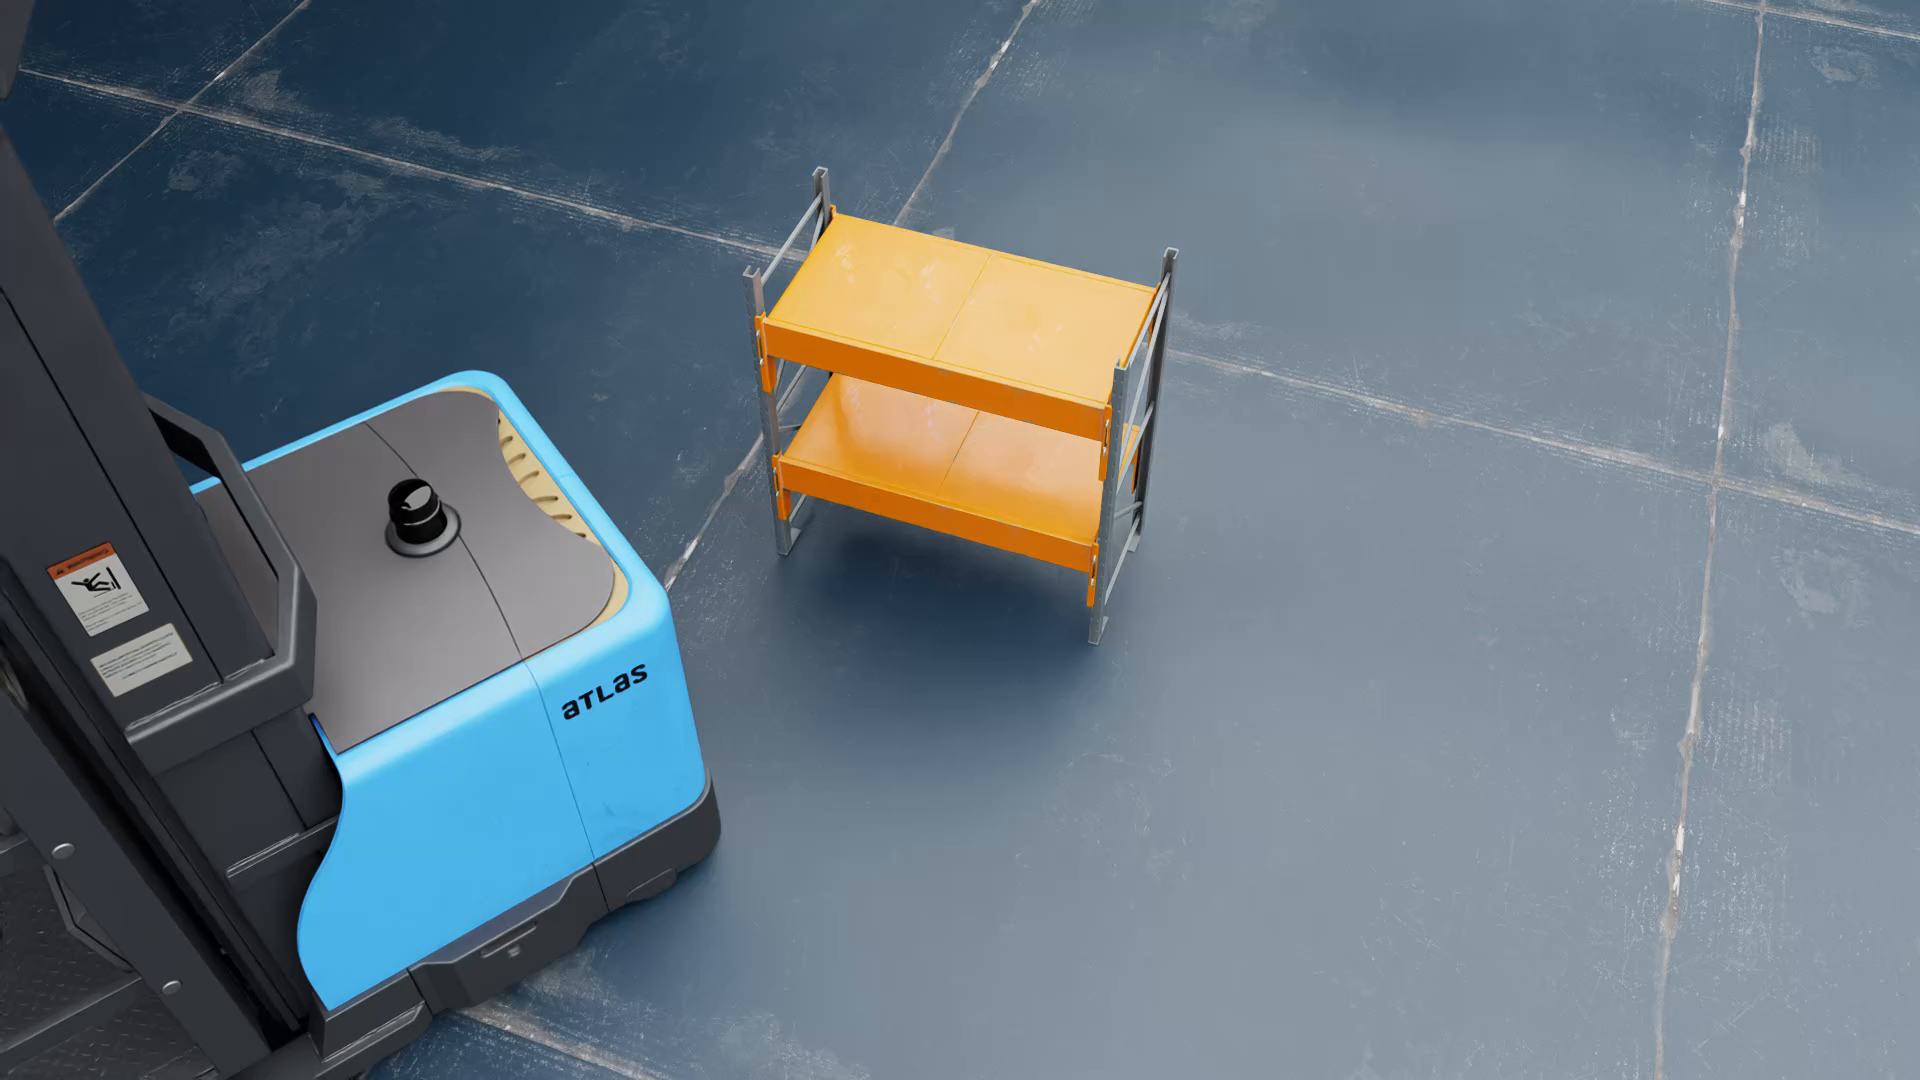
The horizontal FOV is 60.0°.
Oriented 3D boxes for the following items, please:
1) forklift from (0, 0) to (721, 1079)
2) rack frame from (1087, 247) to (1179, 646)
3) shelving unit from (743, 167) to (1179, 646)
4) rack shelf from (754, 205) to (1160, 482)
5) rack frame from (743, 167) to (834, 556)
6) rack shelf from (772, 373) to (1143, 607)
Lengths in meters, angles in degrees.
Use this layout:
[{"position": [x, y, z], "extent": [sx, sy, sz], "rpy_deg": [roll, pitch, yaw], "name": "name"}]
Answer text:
[{"position": [-2.140, 0.229, 3.112], "extent": [3.031, 2.935, 1.130], "rpy_deg": [-28, 55, -22], "name": "forklift"}, {"position": [0.483, -0.234, 4.708], "extent": [0.032, 1.125, 0.500], "rpy_deg": [16, 51, 13], "name": "rack frame"}, {"position": [0.006, -0.367, 4.823], "extent": [1.048, 1.125, 0.538], "rpy_deg": [16, 51, 13], "name": "shelving unit"}, {"position": [0.006, -0.558, 4.602], "extent": [1.000, 0.278, 0.538], "rpy_deg": [16, 51, 13], "name": "rack shelf"}, {"position": [-0.471, -0.500, 4.939], "extent": [0.032, 1.125, 0.500], "rpy_deg": [16, 51, 13], "name": "rack frame"}, {"position": [0.006, -0.207, 5.008], "extent": [1.000, 0.278, 0.538], "rpy_deg": [16, 51, 13], "name": "rack shelf"}]
